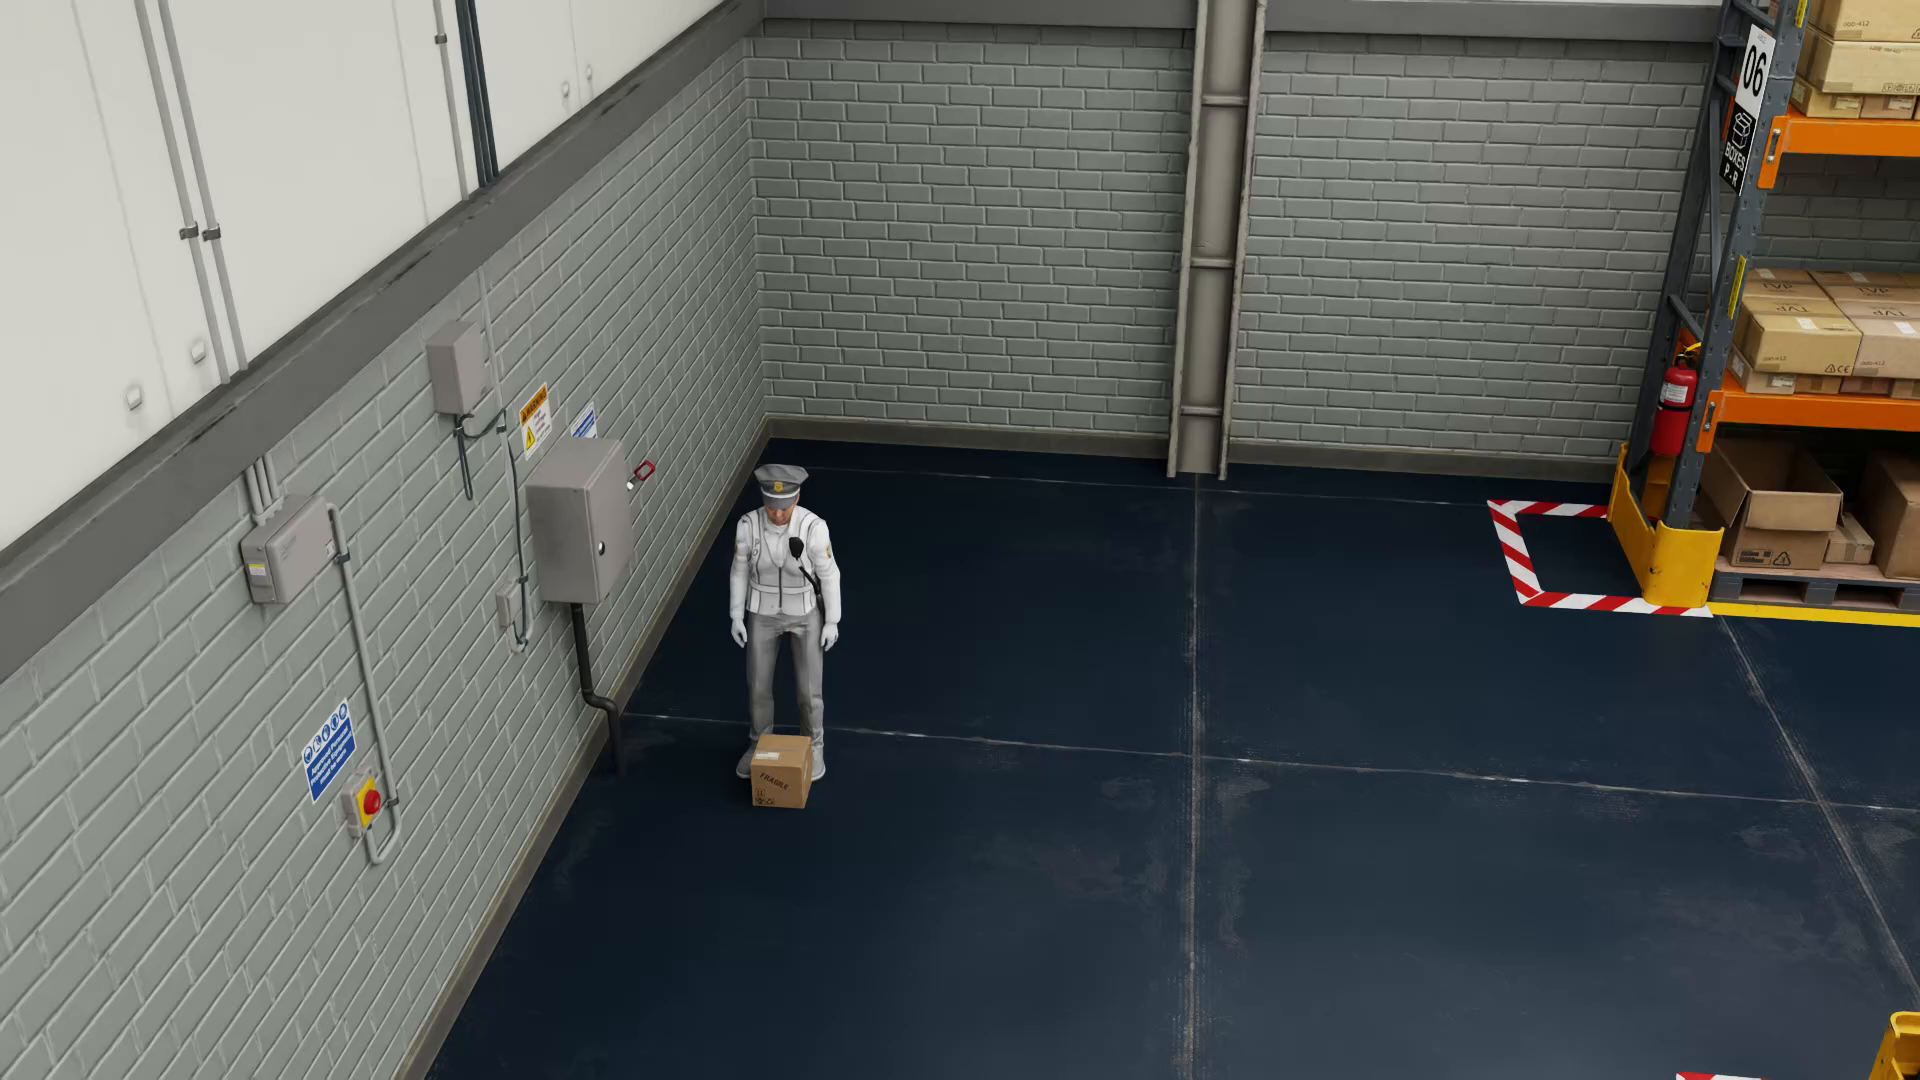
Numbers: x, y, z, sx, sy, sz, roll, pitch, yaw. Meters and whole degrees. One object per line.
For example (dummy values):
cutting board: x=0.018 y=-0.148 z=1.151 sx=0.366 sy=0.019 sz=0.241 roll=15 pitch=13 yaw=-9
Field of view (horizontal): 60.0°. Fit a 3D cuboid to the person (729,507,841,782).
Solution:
person: x=-0.833 y=0.466 z=7.973 sx=0.539 sy=1.462 sz=0.358 roll=2 pitch=29 yaw=3
